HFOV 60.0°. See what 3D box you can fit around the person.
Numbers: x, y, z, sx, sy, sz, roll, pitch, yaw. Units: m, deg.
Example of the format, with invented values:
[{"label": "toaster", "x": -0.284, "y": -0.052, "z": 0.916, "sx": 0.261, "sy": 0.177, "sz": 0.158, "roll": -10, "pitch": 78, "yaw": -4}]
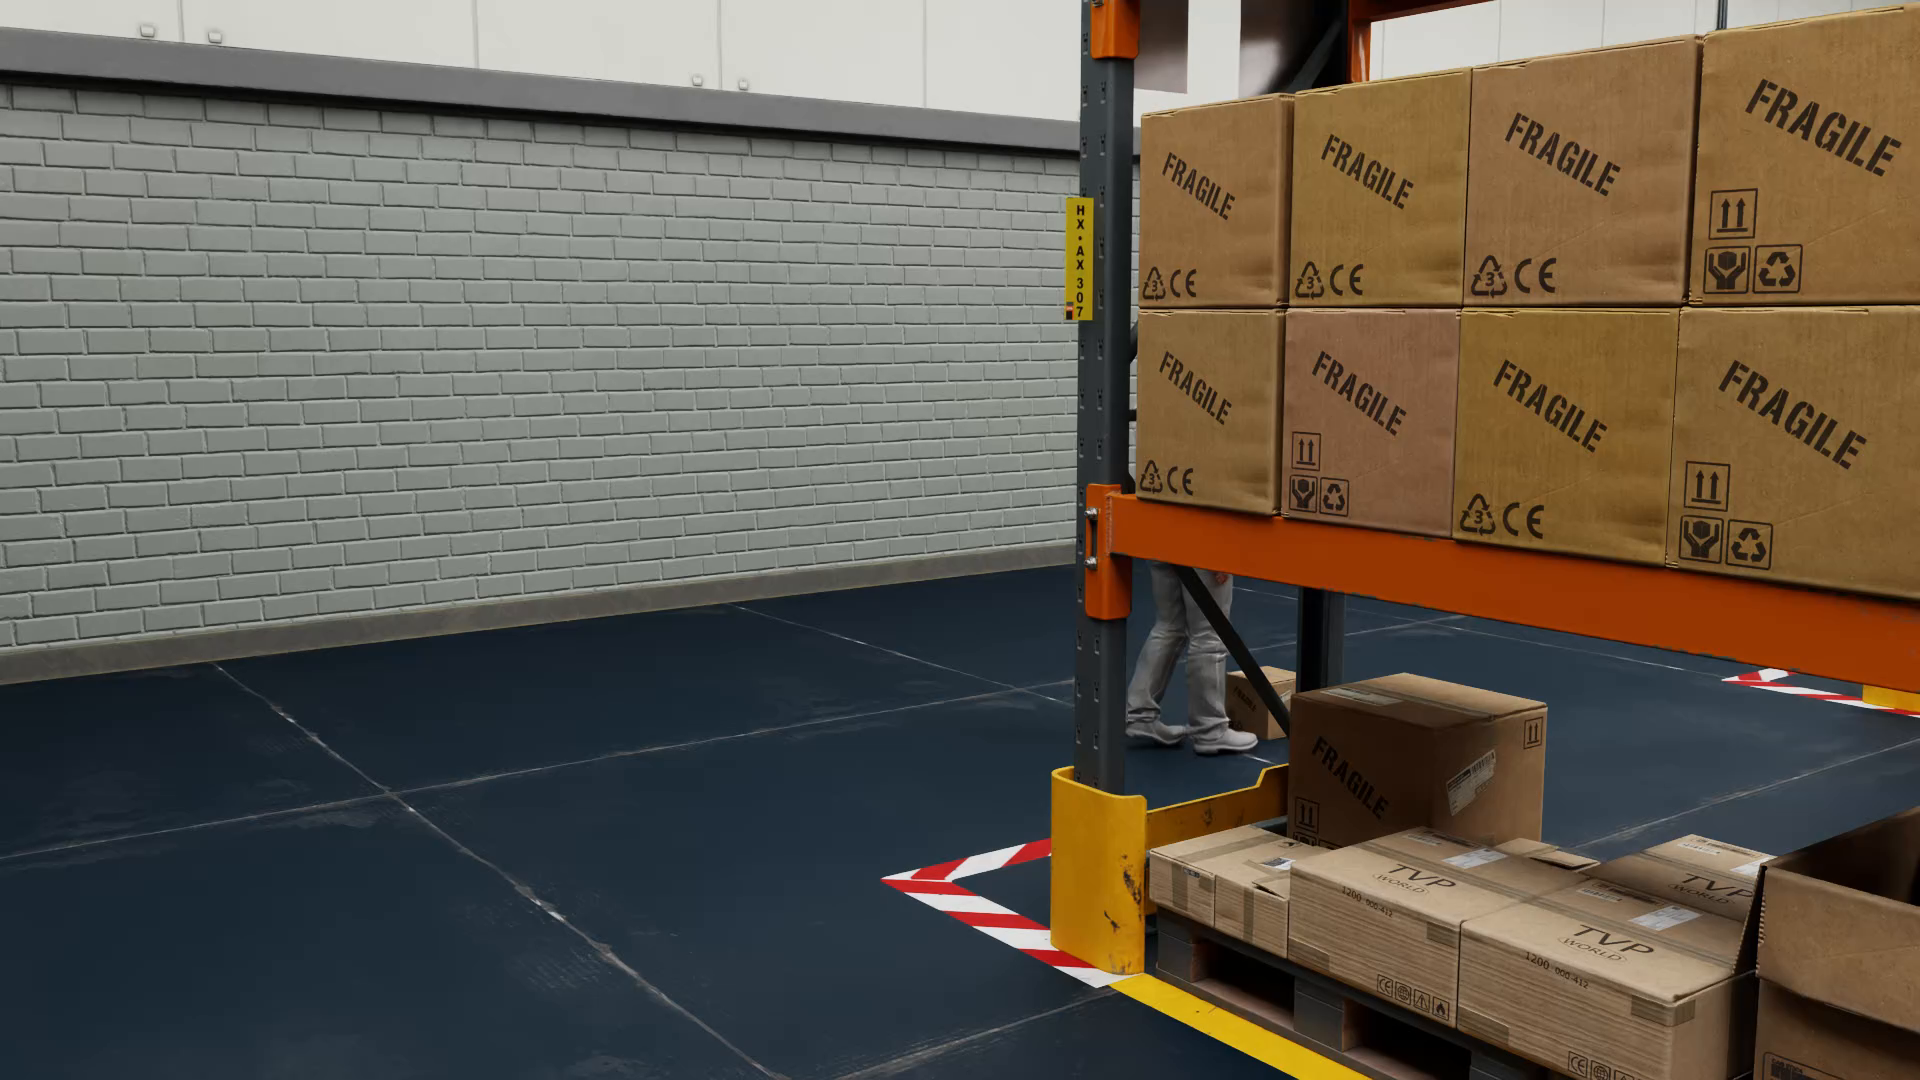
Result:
[{"label": "person", "x": 0.946, "y": -0.020, "z": 6.796, "sx": 0.533, "sy": 1.778, "sz": 0.552, "roll": -4, "pitch": 9, "yaw": -26}]
